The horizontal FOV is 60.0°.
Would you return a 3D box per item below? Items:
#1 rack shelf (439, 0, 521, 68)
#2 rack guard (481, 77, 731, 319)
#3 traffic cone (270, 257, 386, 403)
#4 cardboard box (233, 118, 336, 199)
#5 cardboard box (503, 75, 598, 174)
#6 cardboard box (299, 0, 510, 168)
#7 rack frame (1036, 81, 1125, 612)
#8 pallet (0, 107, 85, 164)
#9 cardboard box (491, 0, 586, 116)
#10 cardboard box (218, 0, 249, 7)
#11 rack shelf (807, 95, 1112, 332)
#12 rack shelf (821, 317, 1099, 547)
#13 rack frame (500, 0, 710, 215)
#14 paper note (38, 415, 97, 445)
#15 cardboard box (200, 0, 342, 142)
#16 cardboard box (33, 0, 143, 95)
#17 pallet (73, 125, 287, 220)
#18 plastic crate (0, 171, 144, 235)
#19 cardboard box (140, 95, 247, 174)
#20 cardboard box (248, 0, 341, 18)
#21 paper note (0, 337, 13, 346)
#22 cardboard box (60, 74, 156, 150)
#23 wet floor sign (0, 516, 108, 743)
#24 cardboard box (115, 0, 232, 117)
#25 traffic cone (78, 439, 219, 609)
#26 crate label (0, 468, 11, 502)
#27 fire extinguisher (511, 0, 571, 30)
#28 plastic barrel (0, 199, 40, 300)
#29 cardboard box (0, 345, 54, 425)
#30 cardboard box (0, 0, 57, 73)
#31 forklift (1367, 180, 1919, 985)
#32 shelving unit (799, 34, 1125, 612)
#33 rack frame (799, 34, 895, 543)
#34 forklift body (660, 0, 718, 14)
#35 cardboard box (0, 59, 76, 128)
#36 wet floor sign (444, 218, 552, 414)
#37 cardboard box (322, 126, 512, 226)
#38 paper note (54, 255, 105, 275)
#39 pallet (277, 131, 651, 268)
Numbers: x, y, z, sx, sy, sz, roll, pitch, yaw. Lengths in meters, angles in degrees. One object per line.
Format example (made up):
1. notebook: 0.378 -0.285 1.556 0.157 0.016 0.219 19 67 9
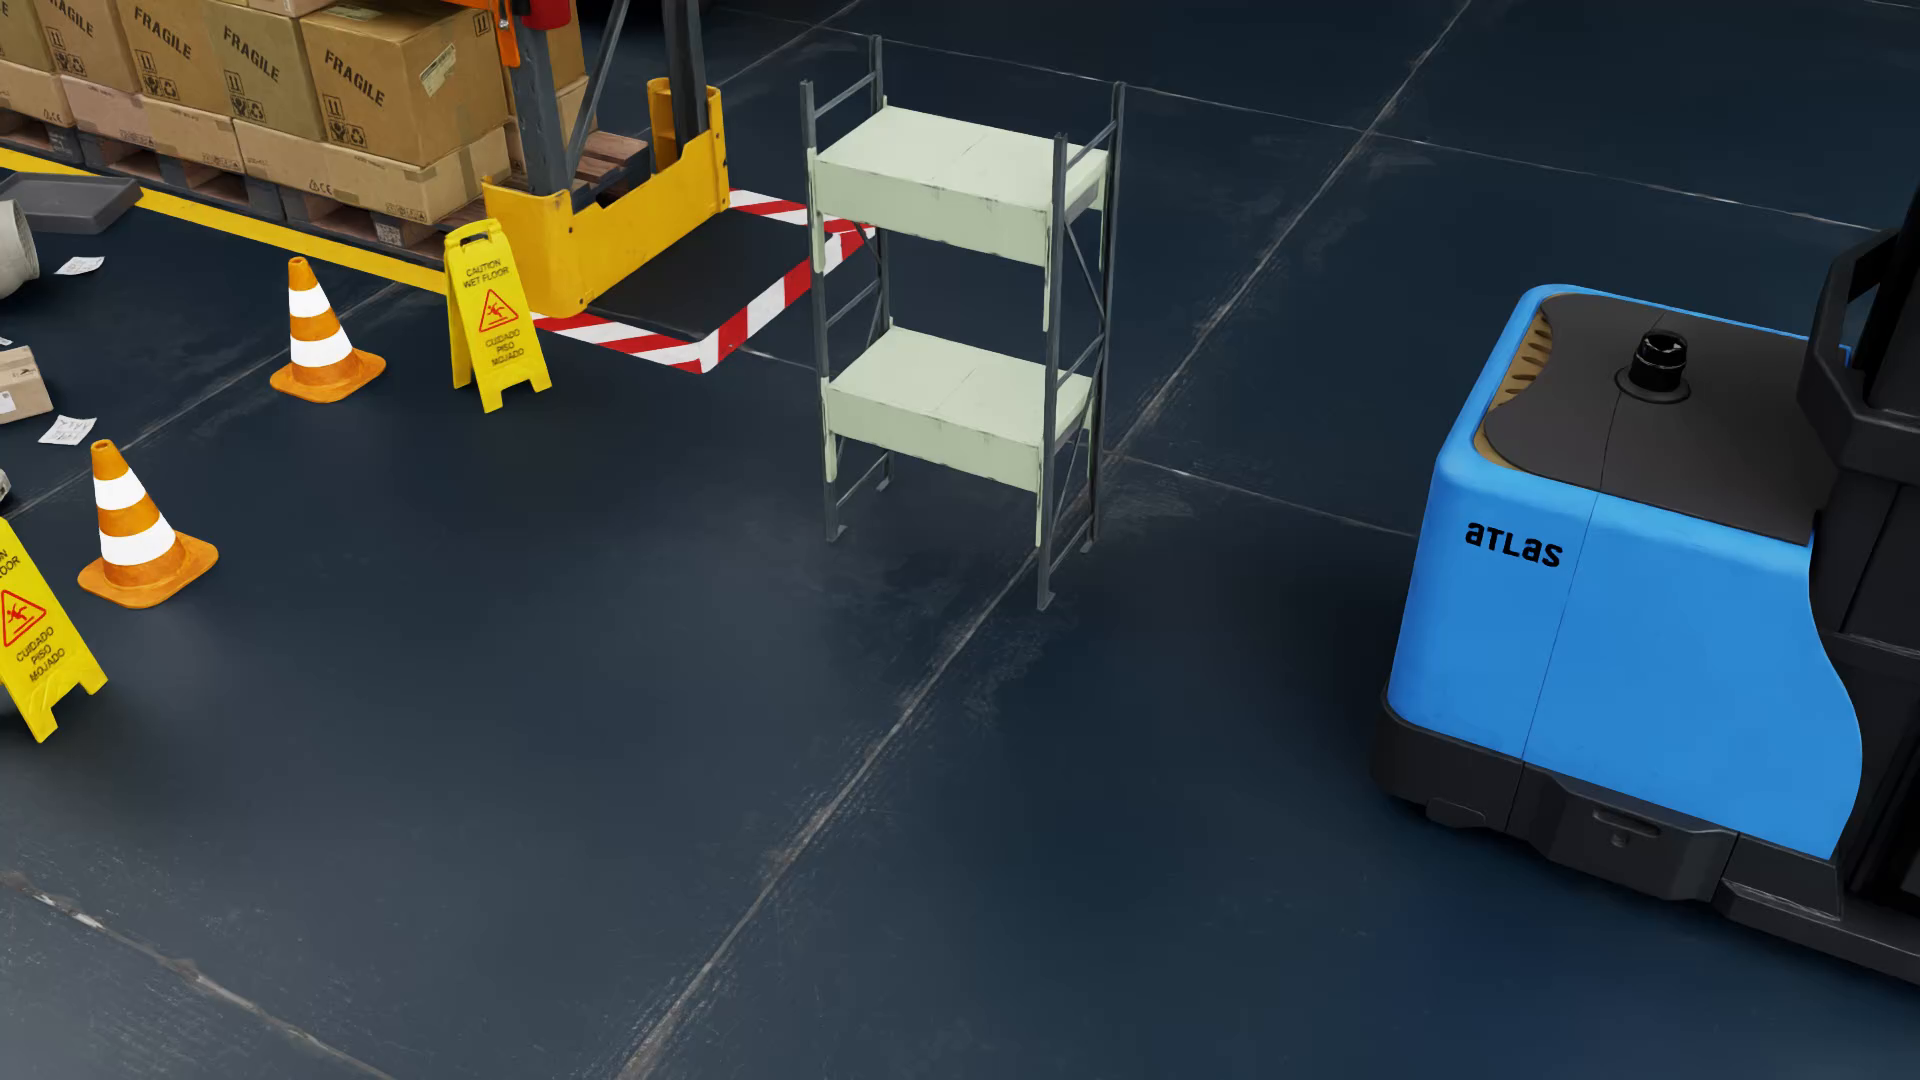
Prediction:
1. rack shelf: -3.094 -2.639 6.841 4.000 0.370 1.077 17 41 21
2. rack guard: -1.385 -1.395 6.674 0.348 0.500 1.175 17 41 21
3. traffic cone: -2.293 -0.786 5.903 0.334 0.463 0.336 17 41 21
4. cardboard box: -2.616 -1.670 6.896 0.500 0.250 0.500 18 41 22
5. cardboard box: -1.907 -1.814 7.086 0.500 0.250 0.500 17 40 21
6. cardboard box: -2.149 -1.823 6.477 0.500 0.500 0.500 18 41 22
7. rack frame: 0.331 -0.494 4.660 0.023 1.500 0.400 17 41 21
8. pallet: -4.257 -2.203 7.978 1.213 0.211 1.003 17 41 21
9. cardboard box: -1.928 -2.119 6.868 0.500 0.500 0.500 16 40 20
10. cardboard box: -2.728 -2.219 6.462 0.250 0.149 0.380 18 41 22
11. rack shelf: 0.006 -0.906 4.558 0.720 0.370 0.431 17 41 21
12. rack shelf: 0.006 -0.336 4.991 0.720 0.370 0.431 17 41 21
13. rack frame: -1.318 -2.369 5.891 0.127 3.000 1.000 17 41 21
14. paper note: -3.073 -0.381 5.727 0.142 0.019 0.148 4 37 6
15. cardboard box: -2.614 -1.966 6.666 0.500 0.500 0.500 19 41 23
16. cardboard box: -3.530 -2.256 7.047 0.500 0.500 0.500 20 41 24
17. pallet: -3.170 -1.865 7.532 1.213 0.211 1.003 17 41 21
18. plastic crate: -3.853 -1.442 7.083 0.583 0.080 0.402 4 37 6
19. cardboard box: -3.083 -1.813 7.084 0.500 0.250 0.500 16 40 20
20. cardboard box: -2.506 -2.147 6.368 0.250 0.149 0.380 19 41 23
21. paper note: -3.600 -0.749 6.229 0.123 0.001 0.032 17 41 21
22. cardboard box: -3.519 -1.956 7.273 0.500 0.250 0.500 17 40 21
23. wet floor sign: -2.568 0.199 4.454 0.232 0.644 0.267 11 38 14
24. cardboard box: -3.059 -2.110 6.856 0.500 0.500 0.500 16 40 20
25. traffic cone: -2.502 -0.096 4.993 0.334 0.463 0.336 17 41 21
26. crate label: -3.228 -0.151 5.336 0.298 0.136 0.250 -2 37 -2
27. fire extinguisher: -1.428 -2.059 5.546 0.183 0.674 0.296 17 41 21
28. plastic barrel: -3.848 -1.105 6.355 0.512 0.421 0.421 -14 39 -18
29. cardboard box: -3.410 -0.514 5.804 0.380 0.149 0.250 -21 42 -25
30. cardboard box: -3.989 -2.401 7.239 0.500 0.500 0.500 19 41 23
31. forklift: 2.612 -0.337 3.269 3.031 2.935 1.130 18 41 22
32. shelving unit: 0.006 -0.596 4.794 0.755 1.500 0.431 17 41 21
33. rack frame: -0.319 -0.697 4.928 0.023 1.500 0.400 17 41 21
34. forklift body: -1.561 -4.245 9.064 1.214 2.155 2.313 17 41 21
35. cardboard box: -3.991 -2.102 7.466 0.500 0.250 0.500 20 41 24
36. wet floor sign: -1.641 -0.804 5.776 0.267 0.644 0.232 -29 46 -33
37. cardboard box: -2.181 -1.529 6.710 0.500 0.250 0.500 17 40 21
38. paper note: -3.536 -1.109 6.686 0.148 0.019 0.142 4 37 6
39. pallet: -2.091 -1.525 7.084 1.213 0.211 1.003 17 41 21
